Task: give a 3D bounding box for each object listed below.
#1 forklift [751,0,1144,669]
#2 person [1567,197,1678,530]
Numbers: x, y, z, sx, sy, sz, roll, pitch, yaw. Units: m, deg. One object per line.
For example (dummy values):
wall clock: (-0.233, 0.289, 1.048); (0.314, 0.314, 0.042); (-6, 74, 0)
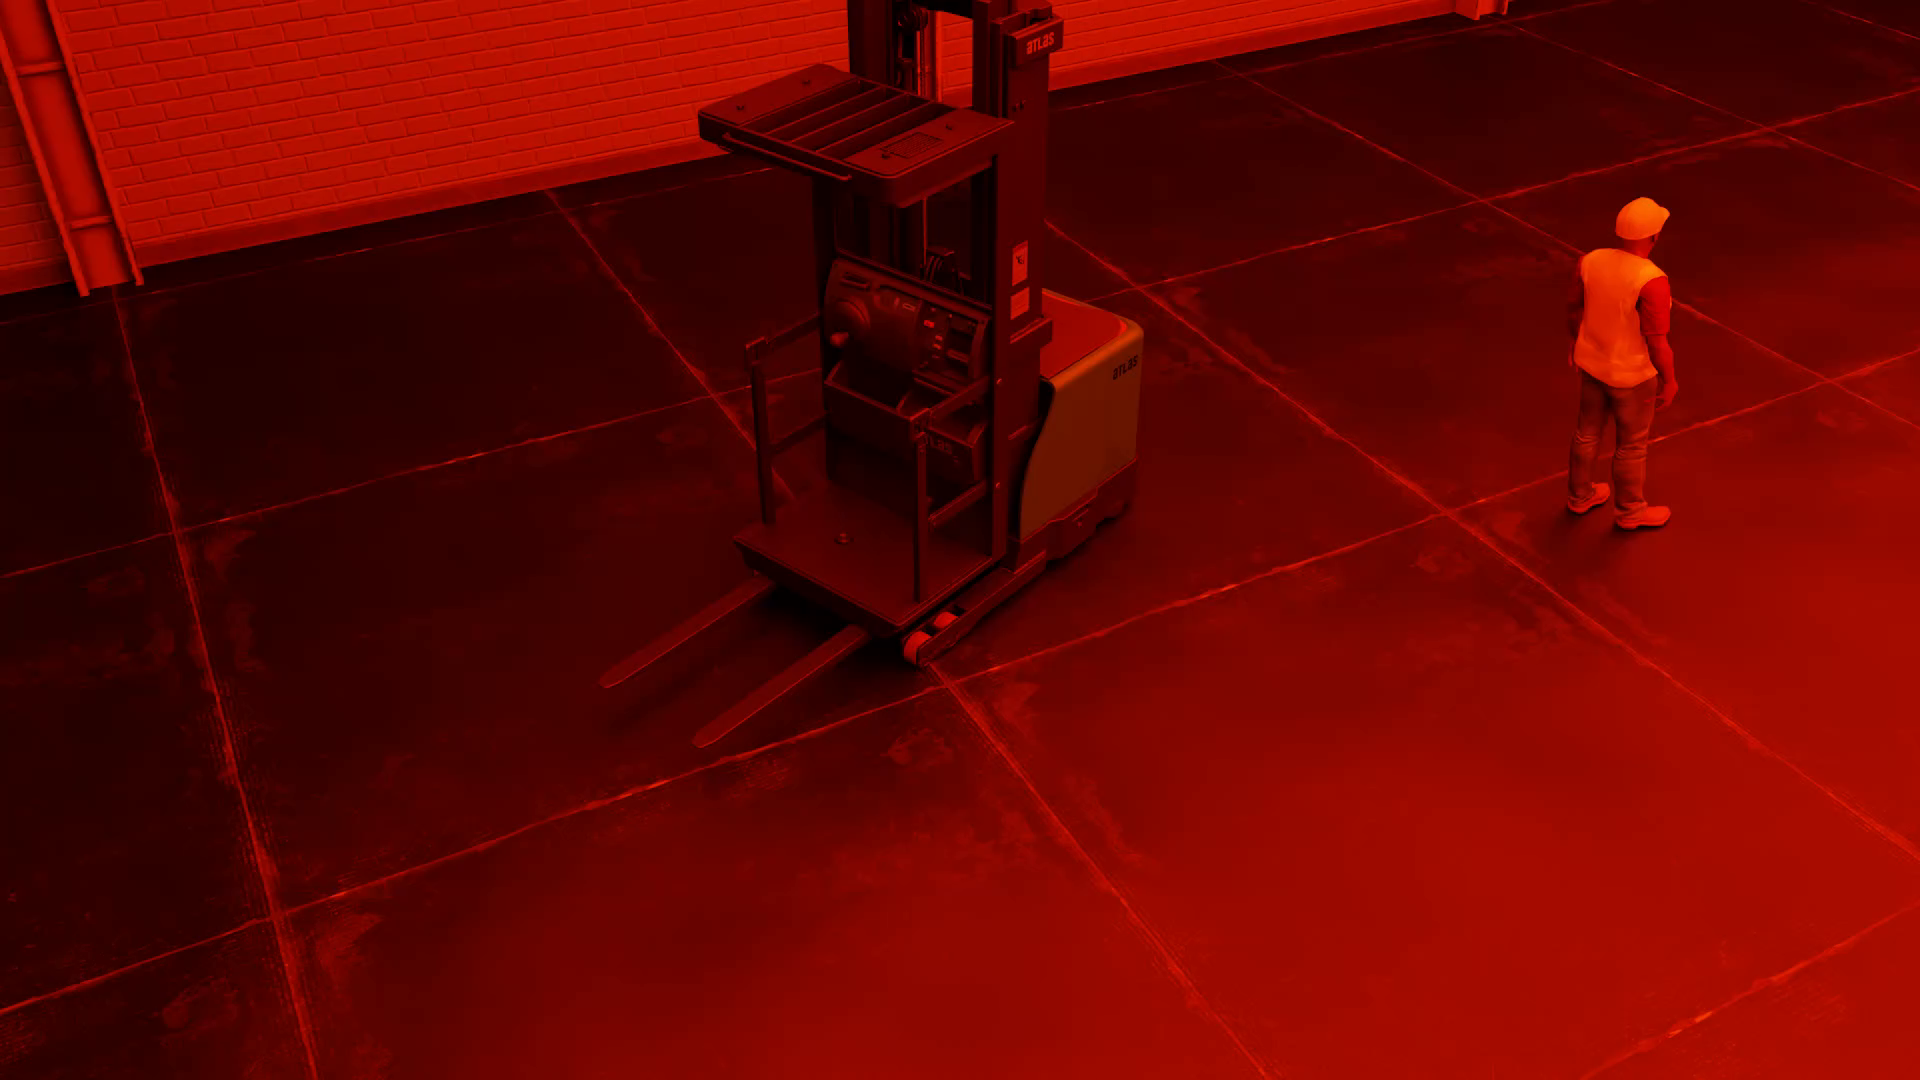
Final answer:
forklift: (-0.040, -1.133, 7.803); (1.129, 2.843, 1.939); (26, 43, 31)
person: (3.373, -0.902, 8.396); (0.576, 1.767, 0.666); (-17, 39, -22)
